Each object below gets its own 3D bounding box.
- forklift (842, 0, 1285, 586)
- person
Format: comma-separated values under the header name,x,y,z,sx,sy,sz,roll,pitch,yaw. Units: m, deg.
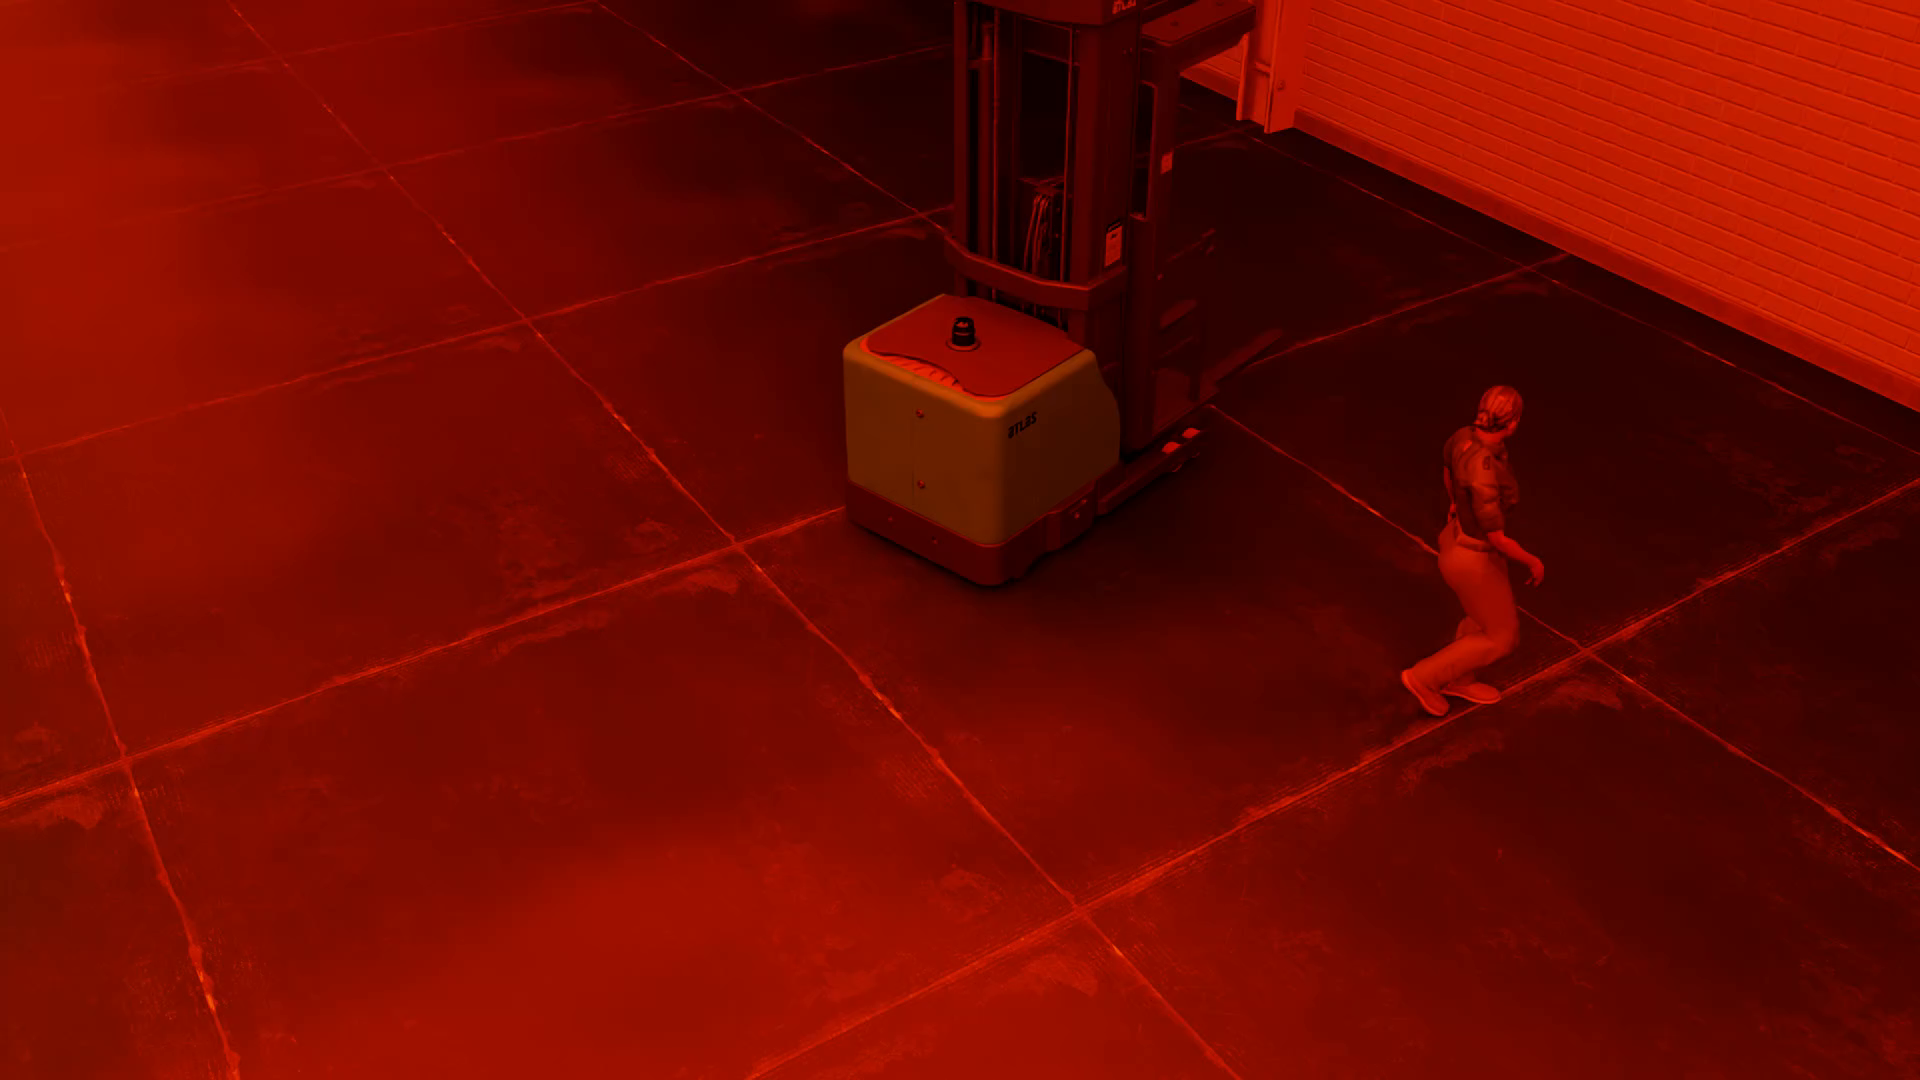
name,x,y,z,sx,sy,sz,roll,pitch,yaw
forklift,0.740,-1.746,8.632,1.130,2.935,3.031,26,43,32
person,2.276,0.042,7.241,0.497,1.618,0.659,8,36,12
